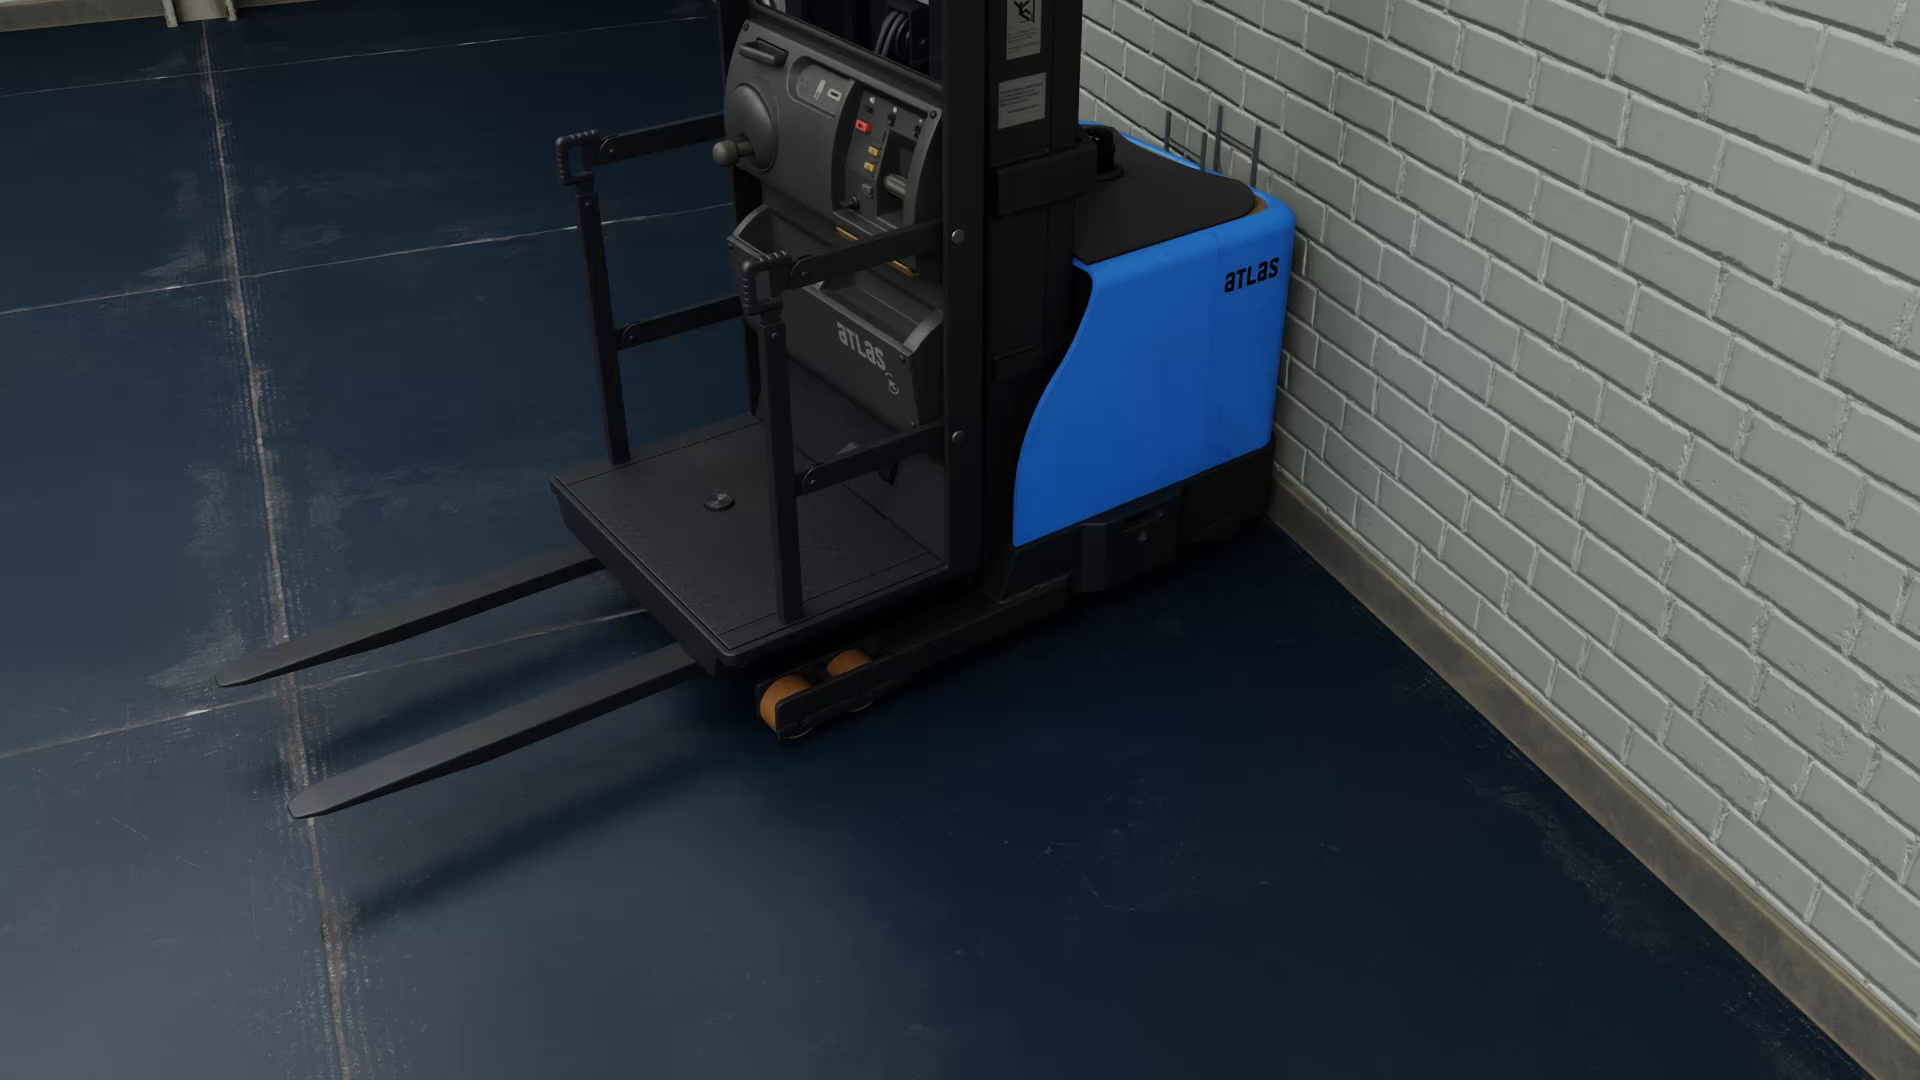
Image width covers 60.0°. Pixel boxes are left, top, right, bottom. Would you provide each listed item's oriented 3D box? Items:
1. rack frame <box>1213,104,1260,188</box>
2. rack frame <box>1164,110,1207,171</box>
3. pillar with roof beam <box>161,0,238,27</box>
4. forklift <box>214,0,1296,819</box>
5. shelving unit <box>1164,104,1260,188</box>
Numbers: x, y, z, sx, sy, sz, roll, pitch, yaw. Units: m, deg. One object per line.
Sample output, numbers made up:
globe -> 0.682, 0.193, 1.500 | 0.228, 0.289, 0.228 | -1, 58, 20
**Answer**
rack frame -> 0.847, -0.787, 5.386 | 0.006, 1.200, 0.240 | -12, 34, -19
rack frame -> 0.679, -0.750, 5.326 | 0.006, 1.200, 0.240 | -12, 34, -19
pillar with roof beam -> -2.964, -4.804, 4.382 | 0.400, 9.000, 9.100 | -13, 35, -19
forklift -> -0.510, -1.028, 4.142 | 3.031, 2.935, 1.130 | -21, 39, -29
shelving unit -> 0.763, -0.769, 5.356 | 0.189, 1.200, 0.258 | -12, 34, -19
